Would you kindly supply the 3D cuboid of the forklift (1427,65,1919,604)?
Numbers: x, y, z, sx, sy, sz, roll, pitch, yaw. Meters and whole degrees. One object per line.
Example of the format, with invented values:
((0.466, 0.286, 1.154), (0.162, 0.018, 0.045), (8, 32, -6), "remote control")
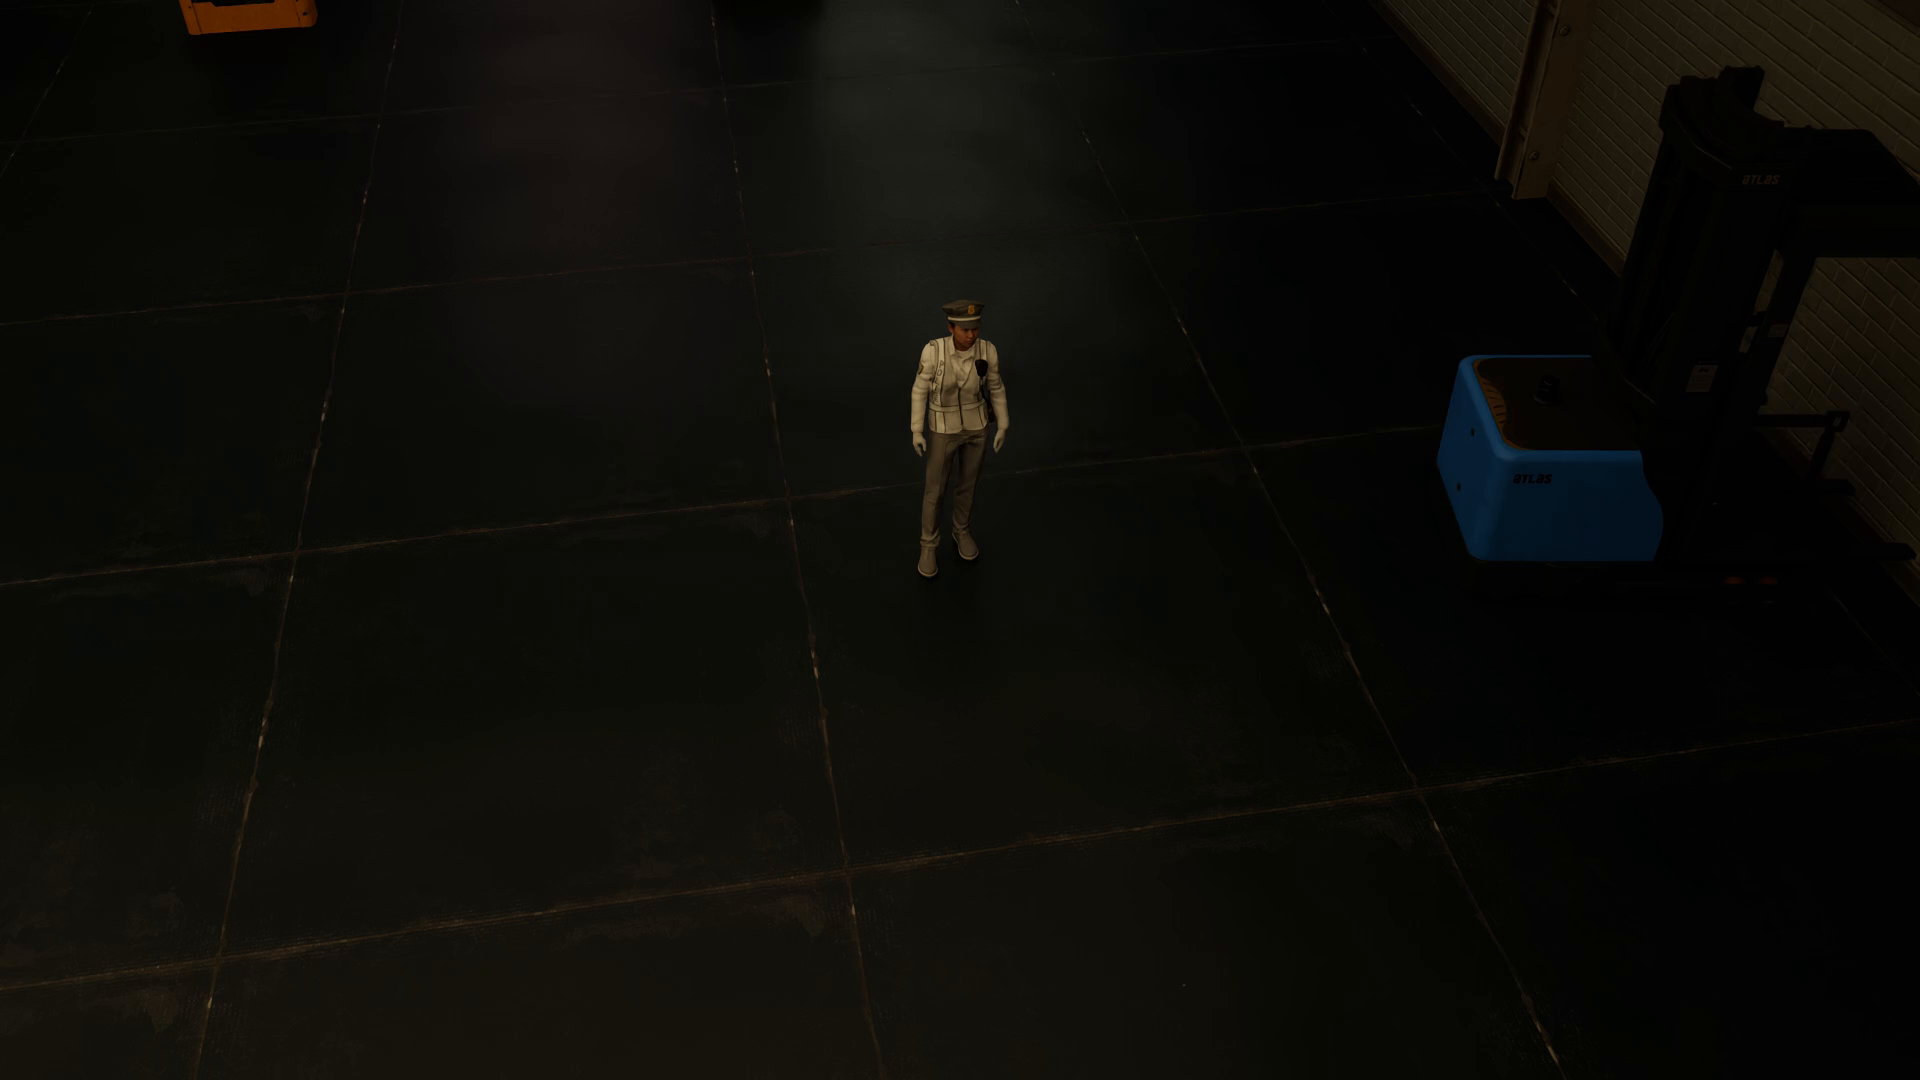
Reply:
((4.453, -1.087, 9.236), (3.031, 2.935, 1.130), (0, 40, 0), "forklift")

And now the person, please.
((0.006, -0.607, 9.615), (0.587, 1.695, 0.531), (-7, 41, -8), "person")
